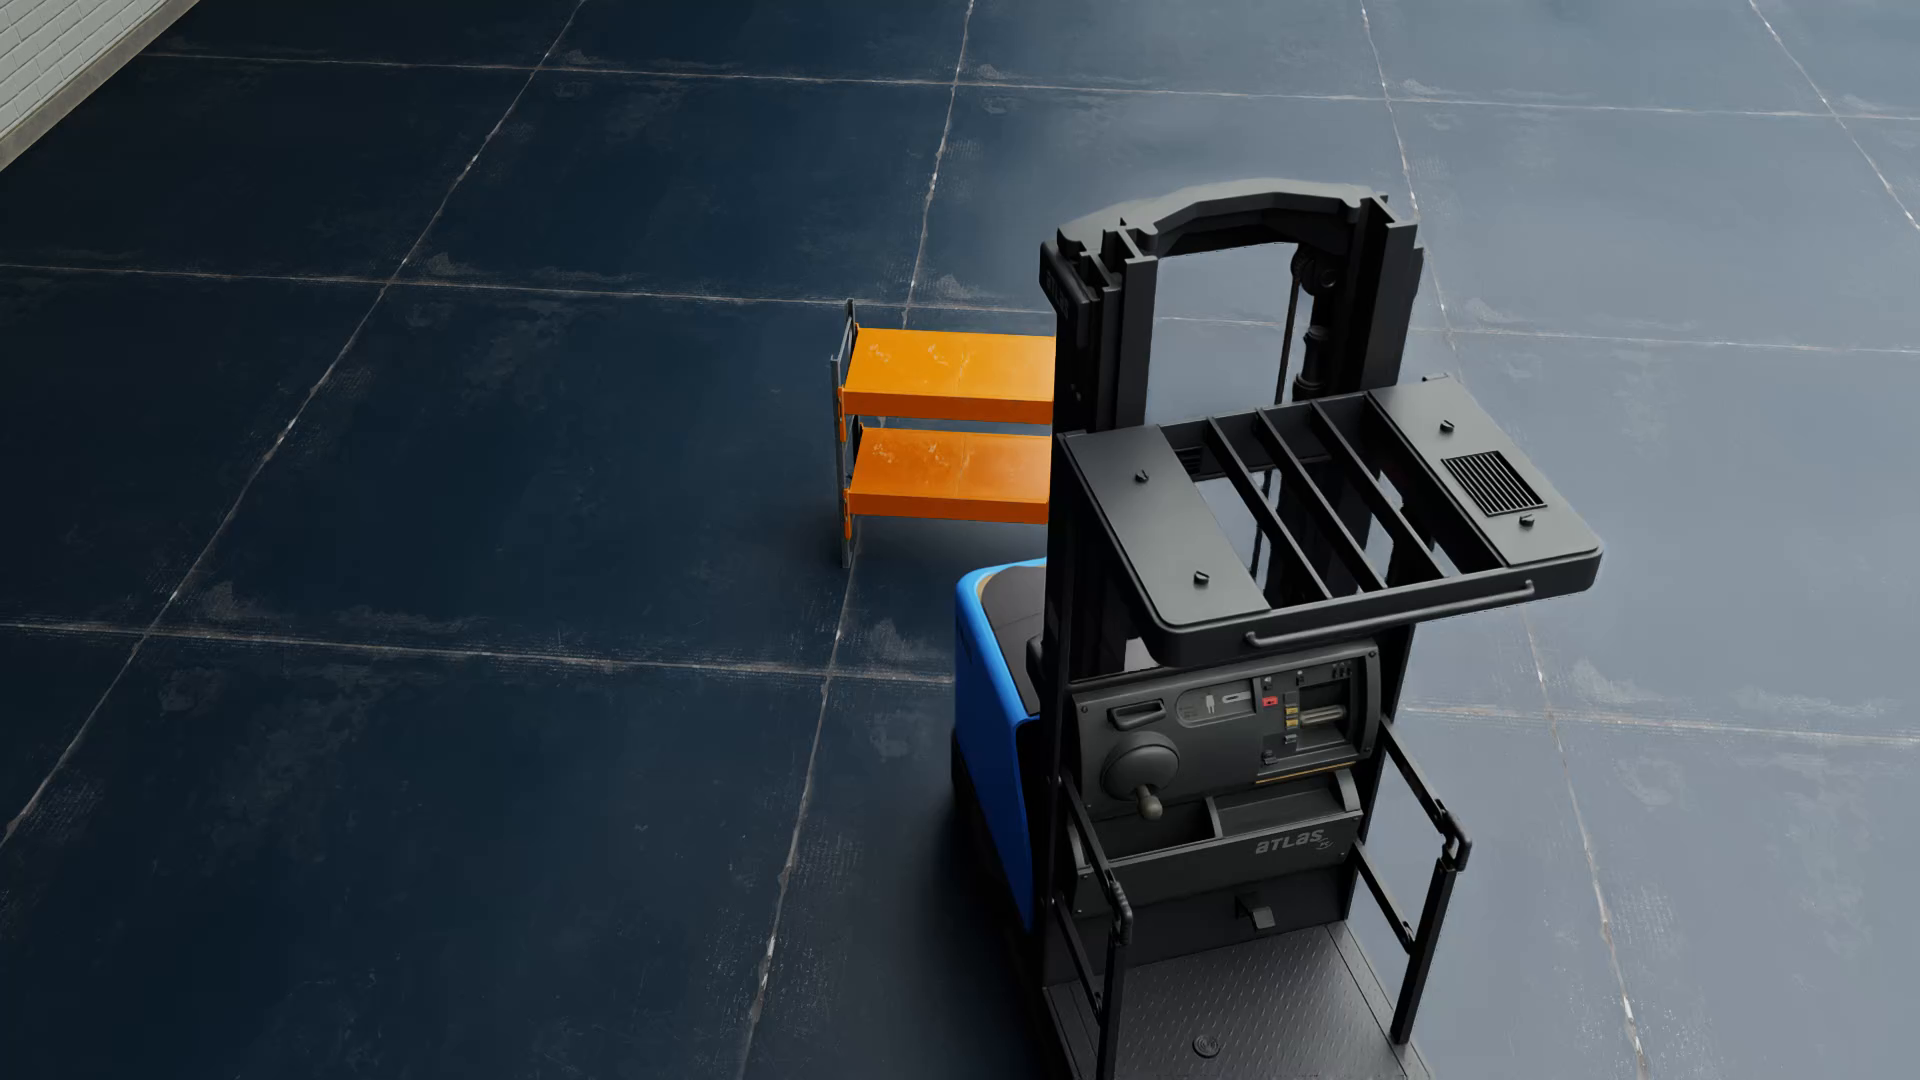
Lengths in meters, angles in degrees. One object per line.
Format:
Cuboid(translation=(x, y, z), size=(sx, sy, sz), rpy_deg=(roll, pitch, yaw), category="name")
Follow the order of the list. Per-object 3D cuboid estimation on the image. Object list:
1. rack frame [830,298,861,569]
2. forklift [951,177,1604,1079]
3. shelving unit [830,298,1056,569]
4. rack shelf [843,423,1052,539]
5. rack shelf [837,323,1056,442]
Cuboid(translation=(-0.500, -0.464, 7.428), size=(0.032, 1.125, 0.500), rpy_deg=(3, 39, 4), category="rack frame")
Cuboid(translation=(0.839, 0.630, 4.654), size=(1.130, 2.935, 3.031), rpy_deg=(-10, 40, -12), category="forklift")
Cuboid(translation=(0.007, -0.436, 7.394), size=(1.048, 1.125, 0.538), rpy_deg=(3, 39, 4), category="shelving unit")
Cuboid(translation=(0.007, -0.246, 7.549), size=(1.000, 0.278, 0.538), rpy_deg=(3, 39, 4), category="rack shelf")
Cuboid(translation=(0.007, -0.663, 7.210), size=(1.000, 0.278, 0.538), rpy_deg=(3, 39, 4), category="rack shelf")
